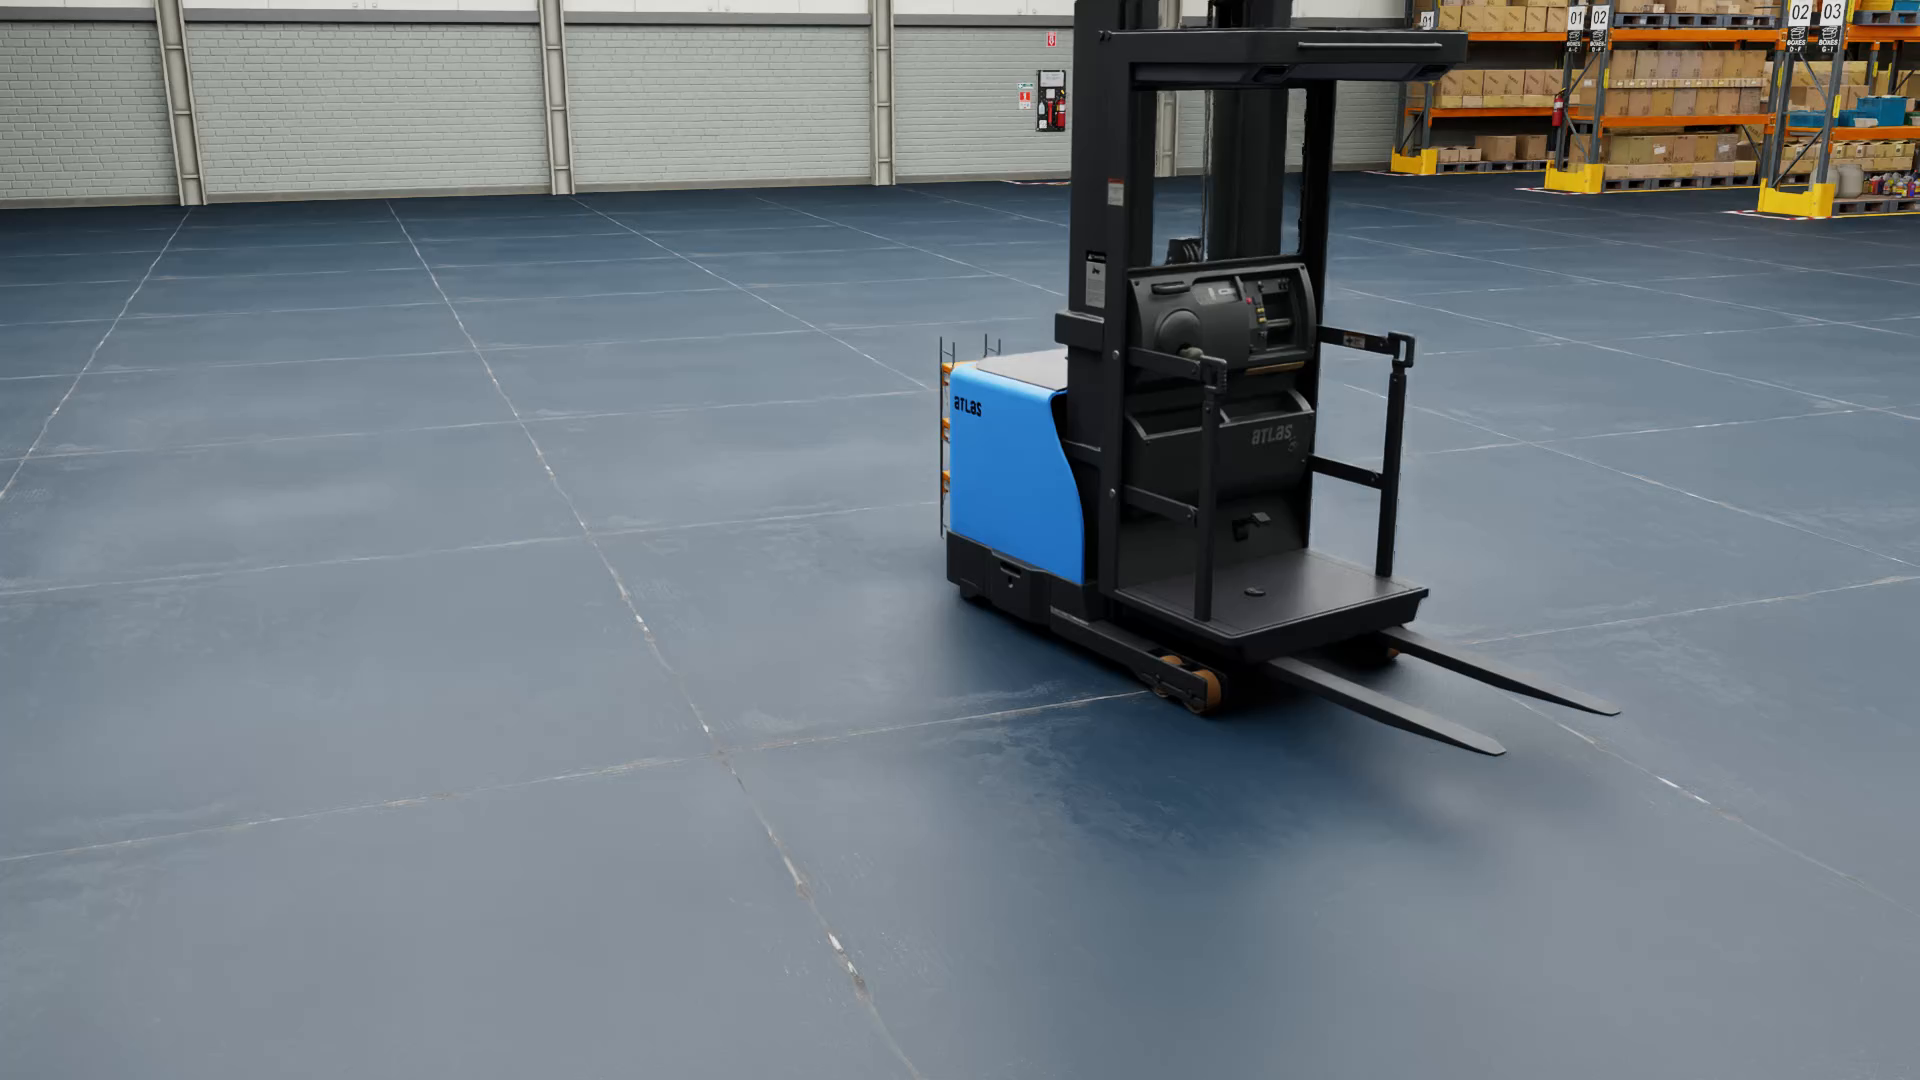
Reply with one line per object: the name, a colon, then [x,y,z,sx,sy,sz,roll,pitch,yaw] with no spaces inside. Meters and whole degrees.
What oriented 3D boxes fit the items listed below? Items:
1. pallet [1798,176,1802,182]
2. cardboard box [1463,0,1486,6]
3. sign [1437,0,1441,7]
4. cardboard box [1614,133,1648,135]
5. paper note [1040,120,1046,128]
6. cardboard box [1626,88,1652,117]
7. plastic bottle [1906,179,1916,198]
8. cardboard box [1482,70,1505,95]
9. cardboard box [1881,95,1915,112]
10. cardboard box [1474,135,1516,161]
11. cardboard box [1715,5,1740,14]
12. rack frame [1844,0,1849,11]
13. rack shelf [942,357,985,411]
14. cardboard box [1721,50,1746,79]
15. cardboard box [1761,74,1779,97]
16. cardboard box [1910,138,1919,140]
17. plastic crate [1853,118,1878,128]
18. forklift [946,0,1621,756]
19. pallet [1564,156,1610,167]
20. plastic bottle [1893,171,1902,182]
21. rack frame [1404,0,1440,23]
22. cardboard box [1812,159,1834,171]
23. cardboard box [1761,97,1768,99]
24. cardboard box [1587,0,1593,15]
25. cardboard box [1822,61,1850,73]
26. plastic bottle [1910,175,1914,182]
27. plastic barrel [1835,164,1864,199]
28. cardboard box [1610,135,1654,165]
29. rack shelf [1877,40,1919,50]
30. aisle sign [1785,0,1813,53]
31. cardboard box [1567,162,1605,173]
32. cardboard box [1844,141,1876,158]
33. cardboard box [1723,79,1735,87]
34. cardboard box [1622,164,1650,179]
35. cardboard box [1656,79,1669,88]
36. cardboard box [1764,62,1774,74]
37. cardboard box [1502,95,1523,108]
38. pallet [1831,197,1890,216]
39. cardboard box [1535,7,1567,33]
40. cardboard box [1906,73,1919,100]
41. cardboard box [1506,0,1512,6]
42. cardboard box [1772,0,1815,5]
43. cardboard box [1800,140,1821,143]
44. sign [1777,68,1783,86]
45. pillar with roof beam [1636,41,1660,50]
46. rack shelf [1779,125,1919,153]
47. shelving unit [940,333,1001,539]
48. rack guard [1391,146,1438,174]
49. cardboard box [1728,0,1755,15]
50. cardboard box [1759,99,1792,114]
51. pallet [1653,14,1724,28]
pallet: [16.723,-7.086,32.355,1.213,0.211,1.003,-6,17,-20]
cardboard box: [10.330,-11.104,33.777,0.500,0.500,0.500,-6,18,-21]
sign: [9.591,-10.831,33.284,0.005,0.325,0.100,-6,17,-20]
cardboard box: [12.496,-7.292,30.908,0.500,0.500,0.500,-6,17,-20]
paper note: [1.627,-8.147,32.582,0.142,0.148,0.016,-6,17,-20]
cardboard box: [12.102,-7.958,30.198,0.500,0.500,0.700,-6,17,-19]
plastic bottle: [14.964,-5.535,26.165,0.133,0.283,0.061,-6,17,-19]
cardboard box: [10.900,-9.480,34.455,0.500,0.500,0.500,-7,18,-22]
cardboard box: [18.288,-8.551,32.552,0.500,0.311,0.500,-5,17,-17]
cardboard box: [11.310,-8.292,35.166,0.500,0.500,0.700,-7,18,-24]
cardboard box: [13.880,-9.610,30.127,0.250,0.149,0.380,-6,17,-20]
rack frame: [12.942,-9.387,24.594,0.127,3.000,1.000,-6,17,-20]
rack shelf: [0.050,-0.771,8.392,0.240,0.259,0.215,-6,17,-20]
cardboard box: [14.025,-8.789,30.722,0.500,0.500,0.700,-6,17,-20]
cardboard box: [17.905,-10.154,37.112,0.500,0.500,0.500,-6,17,-18]
cardboard box: [19.484,-8.153,33.364,0.500,0.250,0.500,-5,17,-18]
plastic crate: [13.893,-6.388,25.496,0.250,0.136,0.298,-6,17,-20]
forklift: [1.177,-0.898,6.453,1.130,2.935,3.031,-11,20,-32]
pallet: [13.859,-8.260,36.351,1.213,0.211,1.003,-6,17,-20]
plastic bottle: [15.202,-5.818,27.008,0.185,0.351,0.144,-6,18,-21]
rack frame: [9.397,-11.994,33.470,0.127,3.000,1.000,-6,17,-20]
cardboard box: [16.334,-7.178,31.851,0.500,0.250,0.500,-7,18,-22]
cardboard box: [17.774,-9.811,37.095,0.250,0.149,0.380,-6,17,-18]
cardboard box: [13.671,-11.242,35.309,0.500,0.500,0.500,-4,17,-12]
cardboard box: [19.777,-10.722,37.715,0.500,0.250,0.500,-6,17,-19]
plastic bottle: [15.475,-5.798,27.081,0.097,0.271,0.097,0,16,0]
plastic barrel: [13.997,-5.654,26.197,0.421,0.512,0.421,0,16,0]
cardboard box: [12.220,-7.101,30.259,0.500,0.500,0.500,-6,17,-20]
rack shelf: [22.470,-11.621,38.801,4.000,0.370,1.077,-6,17,-20]
aisle sign: [12.768,-7.827,25.315,0.004,0.787,0.394,-6,17,-20]
cardboard box: [11.568,-6.827,30.656,0.500,0.250,0.500,-6,17,-20]
cardboard box: [17.287,-7.548,32.119,0.500,0.311,0.500,-6,17,-20]
cardboard box: [14.011,-8.413,30.595,0.250,0.149,0.380,-6,17,-20]
cardboard box: [12.219,-6.742,30.367,0.500,0.250,0.500,-6,17,-20]
cardboard box: [12.580,-8.259,30.071,0.250,0.149,0.380,-7,18,-22]
cardboard box: [17.885,-10.514,37.008,0.500,0.250,0.500,-6,18,-21]
cardboard box: [11.397,-9.175,34.749,0.500,0.250,0.500,-6,17,-20]
pallet: [13.757,-5.271,26.175,1.213,0.211,1.003,-6,17,-20]
cardboard box: [12.272,-10.852,34.692,0.500,0.500,0.500,-8,18,-25]
cardboard box: [19.191,-8.962,32.869,0.500,0.500,0.700,-13,21,-38]
cardboard box: [11.152,-11.355,34.630,0.500,0.500,0.500,-6,17,-20]
cardboard box: [15.498,-10.196,30.862,0.500,0.500,0.500,-6,17,-19]
cardboard box: [16.605,-7.637,32.420,0.500,0.311,0.500,-6,18,-21]
sign: [15.108,-8.523,30.622,0.005,0.325,0.100,-6,17,-20]
pillar with roof beam: [16.884,-11.764,32.689,0.400,9.000,9.100,-6,17,-20]
rack shelf: [14.809,-6.365,26.227,4.000,0.370,1.077,-6,17,-20]
shelving unit: [0.050,-0.509,8.469,0.252,1.050,0.215,-6,17,-20]
rack guard: [9.468,-7.924,34.694,0.348,0.500,1.175,-6,17,-20]
cardboard box: [14.343,-9.990,30.800,0.500,0.500,0.500,-5,17,-16]
cardboard box: [15.352,-8.205,31.481,0.500,0.250,0.500,-5,17,-17]
pallet: [12.984,-9.398,30.111,1.213,0.211,1.003,-6,17,-20]
